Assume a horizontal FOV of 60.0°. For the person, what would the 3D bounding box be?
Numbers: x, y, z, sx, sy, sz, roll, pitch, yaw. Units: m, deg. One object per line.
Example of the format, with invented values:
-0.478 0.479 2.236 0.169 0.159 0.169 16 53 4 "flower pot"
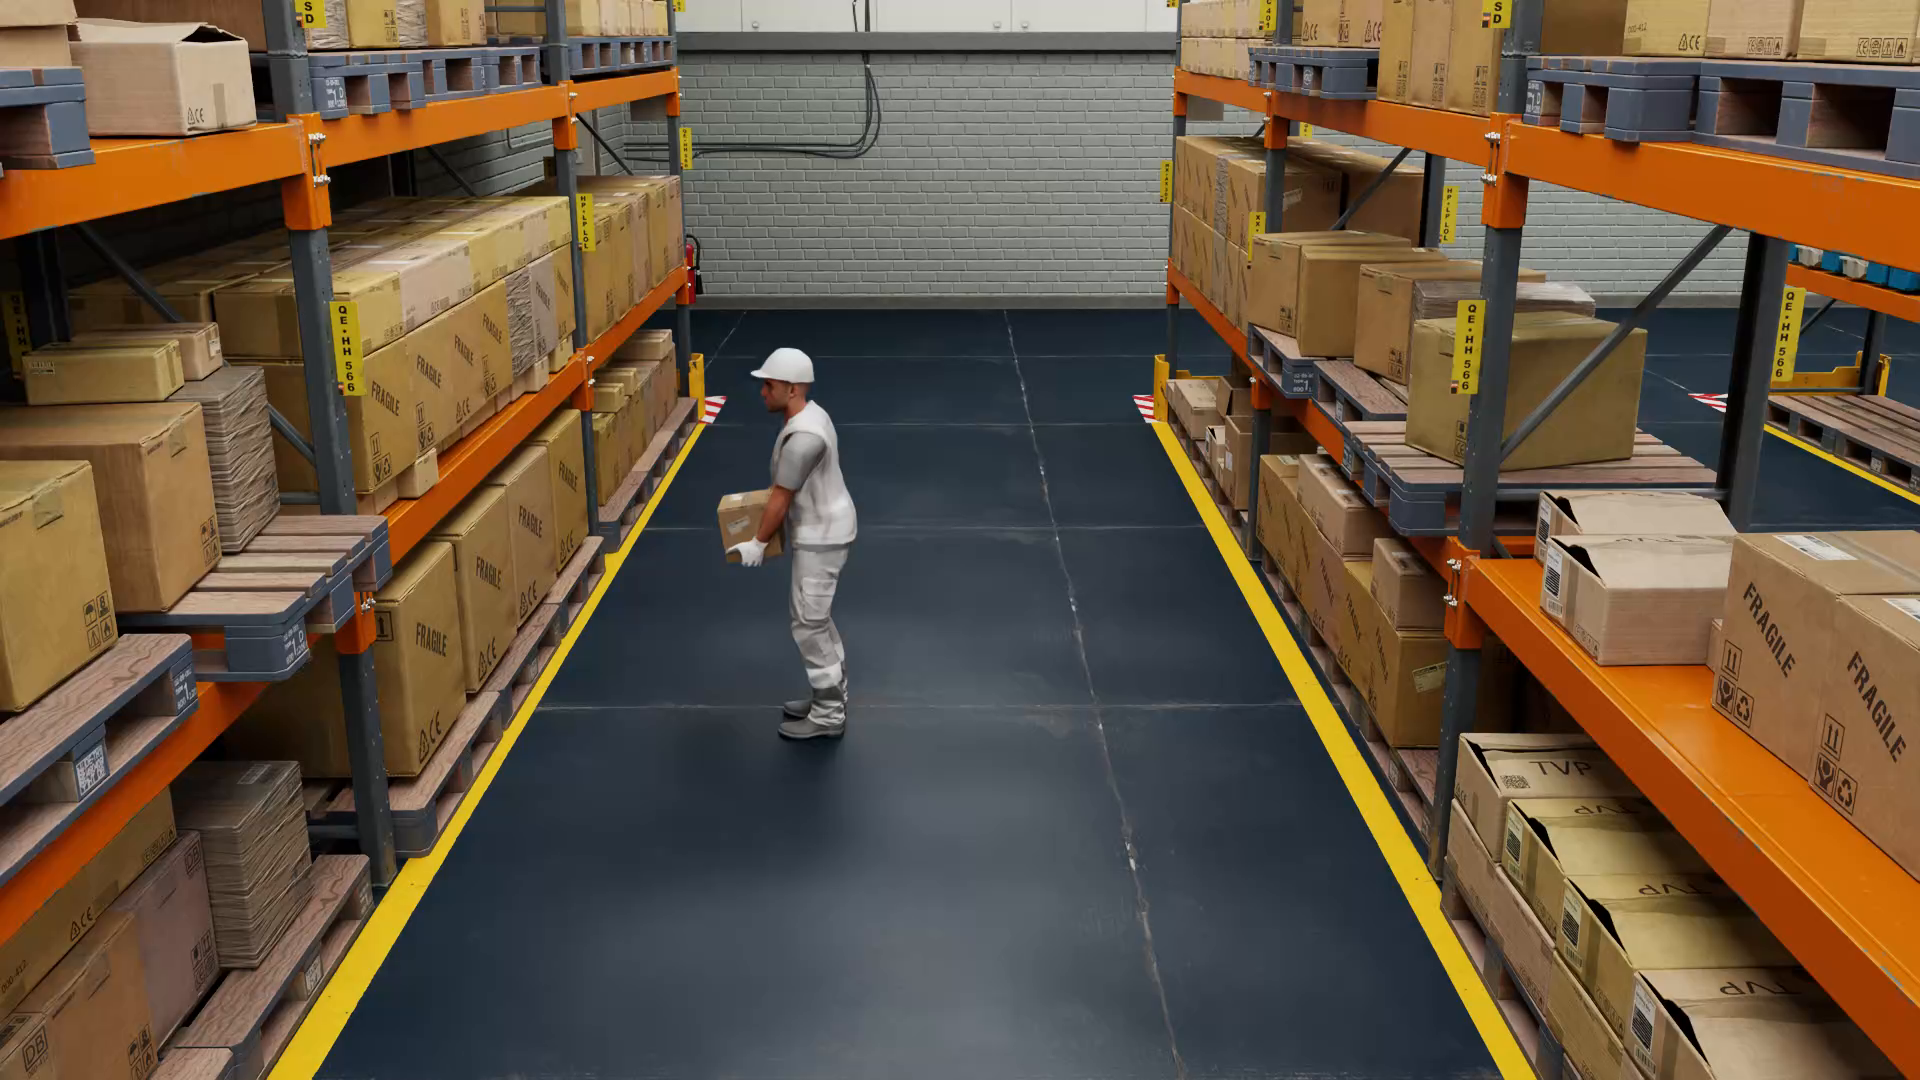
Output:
-0.751 0.016 7.474 0.580 1.772 0.491 -1 17 -2 "person"
